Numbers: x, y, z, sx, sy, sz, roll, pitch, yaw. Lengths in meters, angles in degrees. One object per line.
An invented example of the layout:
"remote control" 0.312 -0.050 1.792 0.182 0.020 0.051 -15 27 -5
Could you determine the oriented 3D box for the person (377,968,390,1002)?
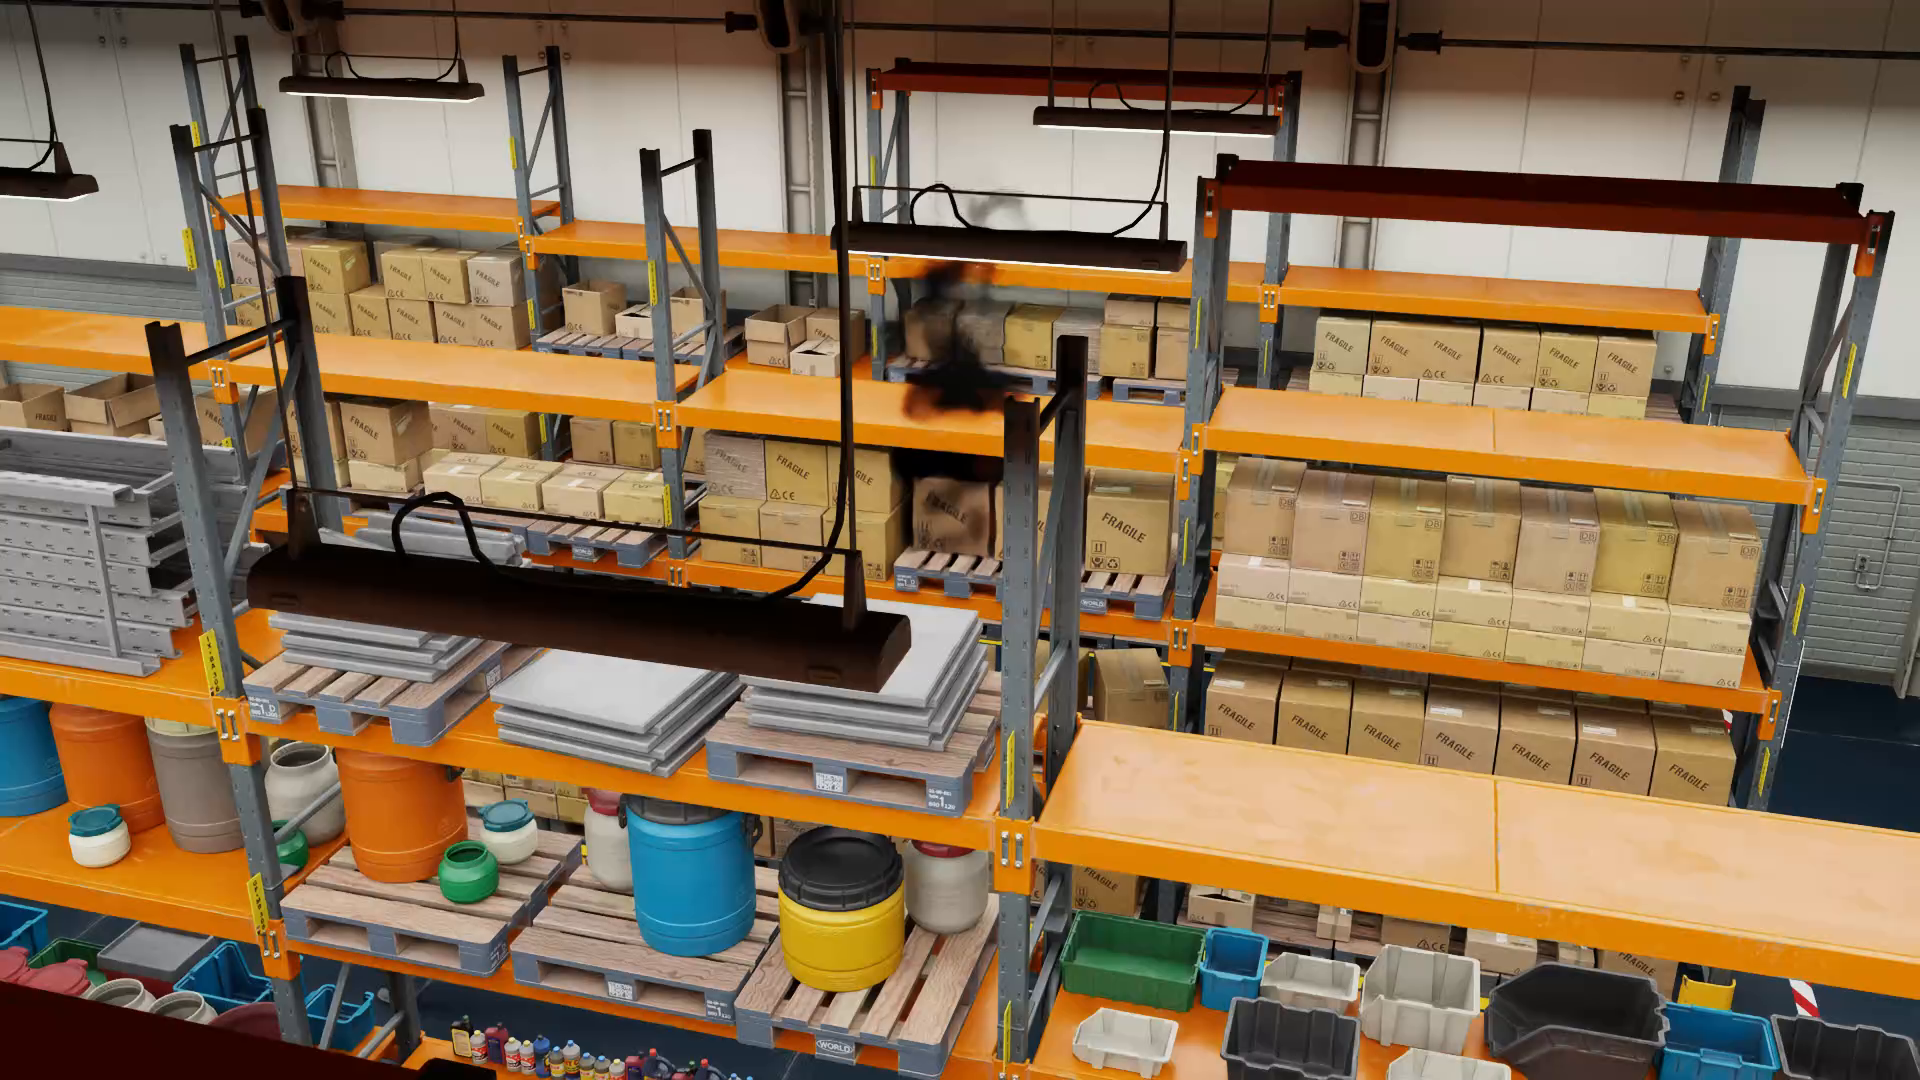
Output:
"person" -4.389 2.666 12.170 0.593 1.665 0.593 4 23 11
